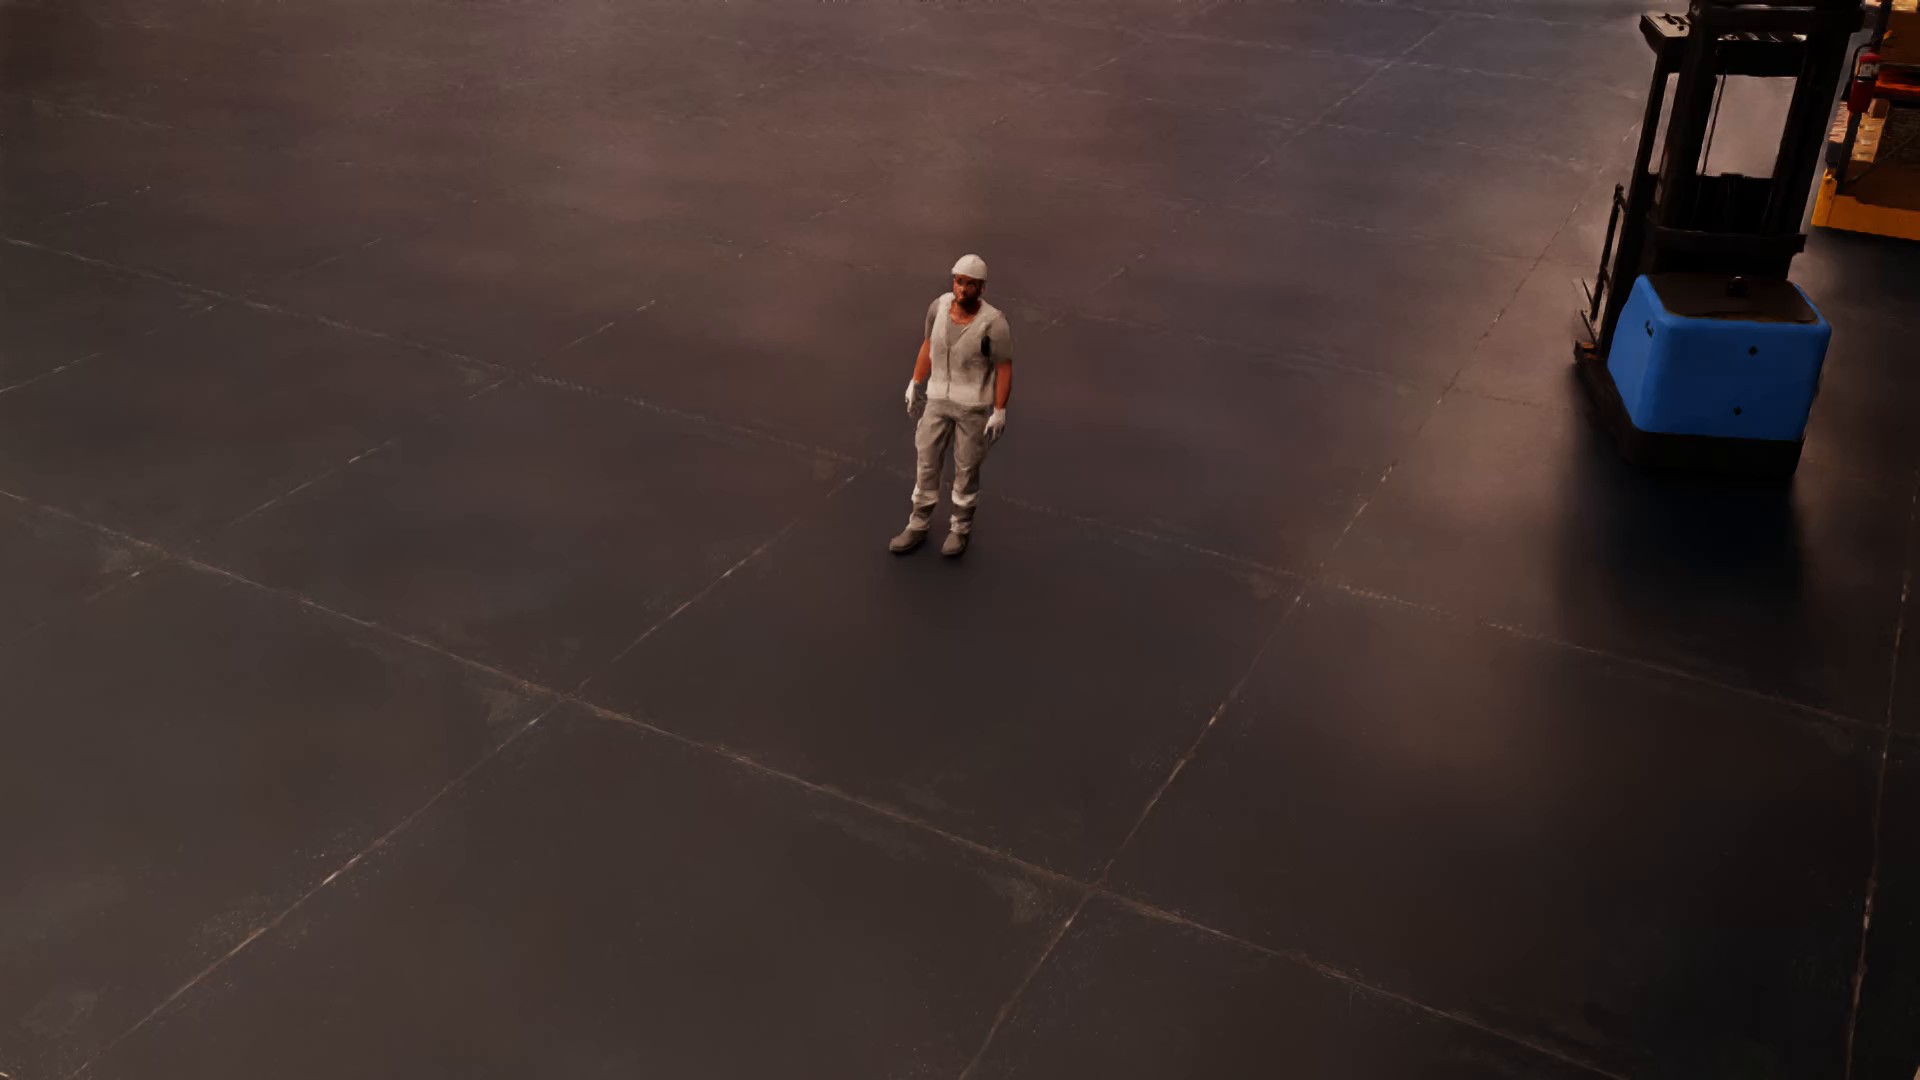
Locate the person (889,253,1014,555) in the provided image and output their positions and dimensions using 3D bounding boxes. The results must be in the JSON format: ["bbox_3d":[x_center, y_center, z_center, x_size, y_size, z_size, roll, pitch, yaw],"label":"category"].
[{"bbox_3d":[-0.049,-0.748,9.496,0.637,1.787,0.563,15,33,25],"label":"person"}]

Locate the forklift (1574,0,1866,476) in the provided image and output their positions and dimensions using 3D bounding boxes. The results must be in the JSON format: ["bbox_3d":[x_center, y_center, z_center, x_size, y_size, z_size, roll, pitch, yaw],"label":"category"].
[{"bbox_3d":[5.043,-2.395,11.221,1.130,2.935,3.031,4,30,8],"label":"forklift"}]
